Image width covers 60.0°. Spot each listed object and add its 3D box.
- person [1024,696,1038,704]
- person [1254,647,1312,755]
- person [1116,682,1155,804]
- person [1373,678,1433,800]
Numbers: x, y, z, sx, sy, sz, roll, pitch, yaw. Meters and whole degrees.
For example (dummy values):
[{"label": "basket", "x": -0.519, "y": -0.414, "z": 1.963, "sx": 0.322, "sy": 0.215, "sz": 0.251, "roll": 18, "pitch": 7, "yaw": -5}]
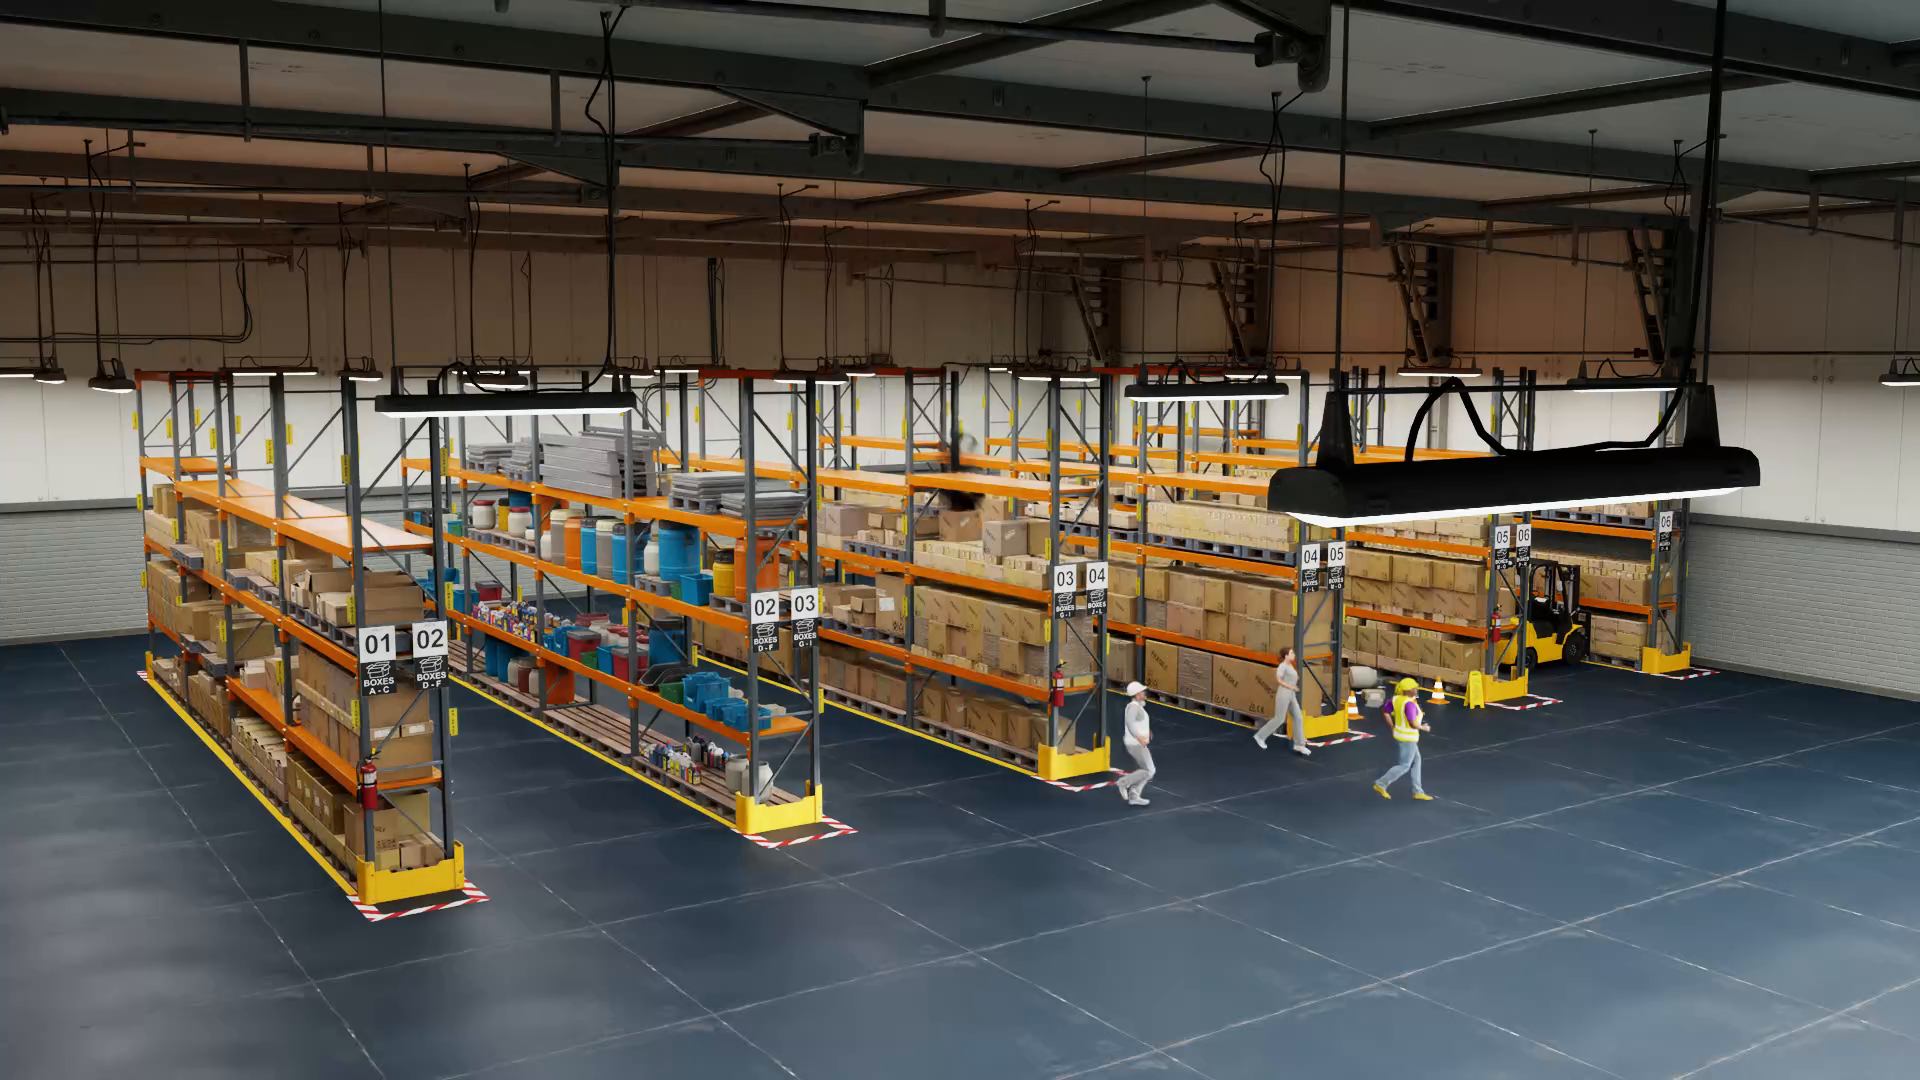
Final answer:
[{"label": "person", "x": 1.368, "y": 2.150, "z": 29.829, "sx": 0.598, "sy": 1.627, "sz": 0.592, "roll": 6, "pitch": 9, "yaw": 43}, {"label": "person", "x": 5.200, "y": 2.520, "z": 26.442, "sx": 0.928, "sy": 1.666, "sz": 0.621, "roll": 4, "pitch": 8, "yaw": 31}, {"label": "person", "x": 2.465, "y": 2.848, "z": 23.473, "sx": 0.554, "sy": 1.687, "sz": 0.670, "roll": 0, "pitch": 6, "yaw": 2}, {"label": "person", "x": 6.258, "y": 2.818, "z": 23.381, "sx": 0.911, "sy": 1.772, "sz": 0.696, "roll": 0, "pitch": 6, "yaw": -3}]
